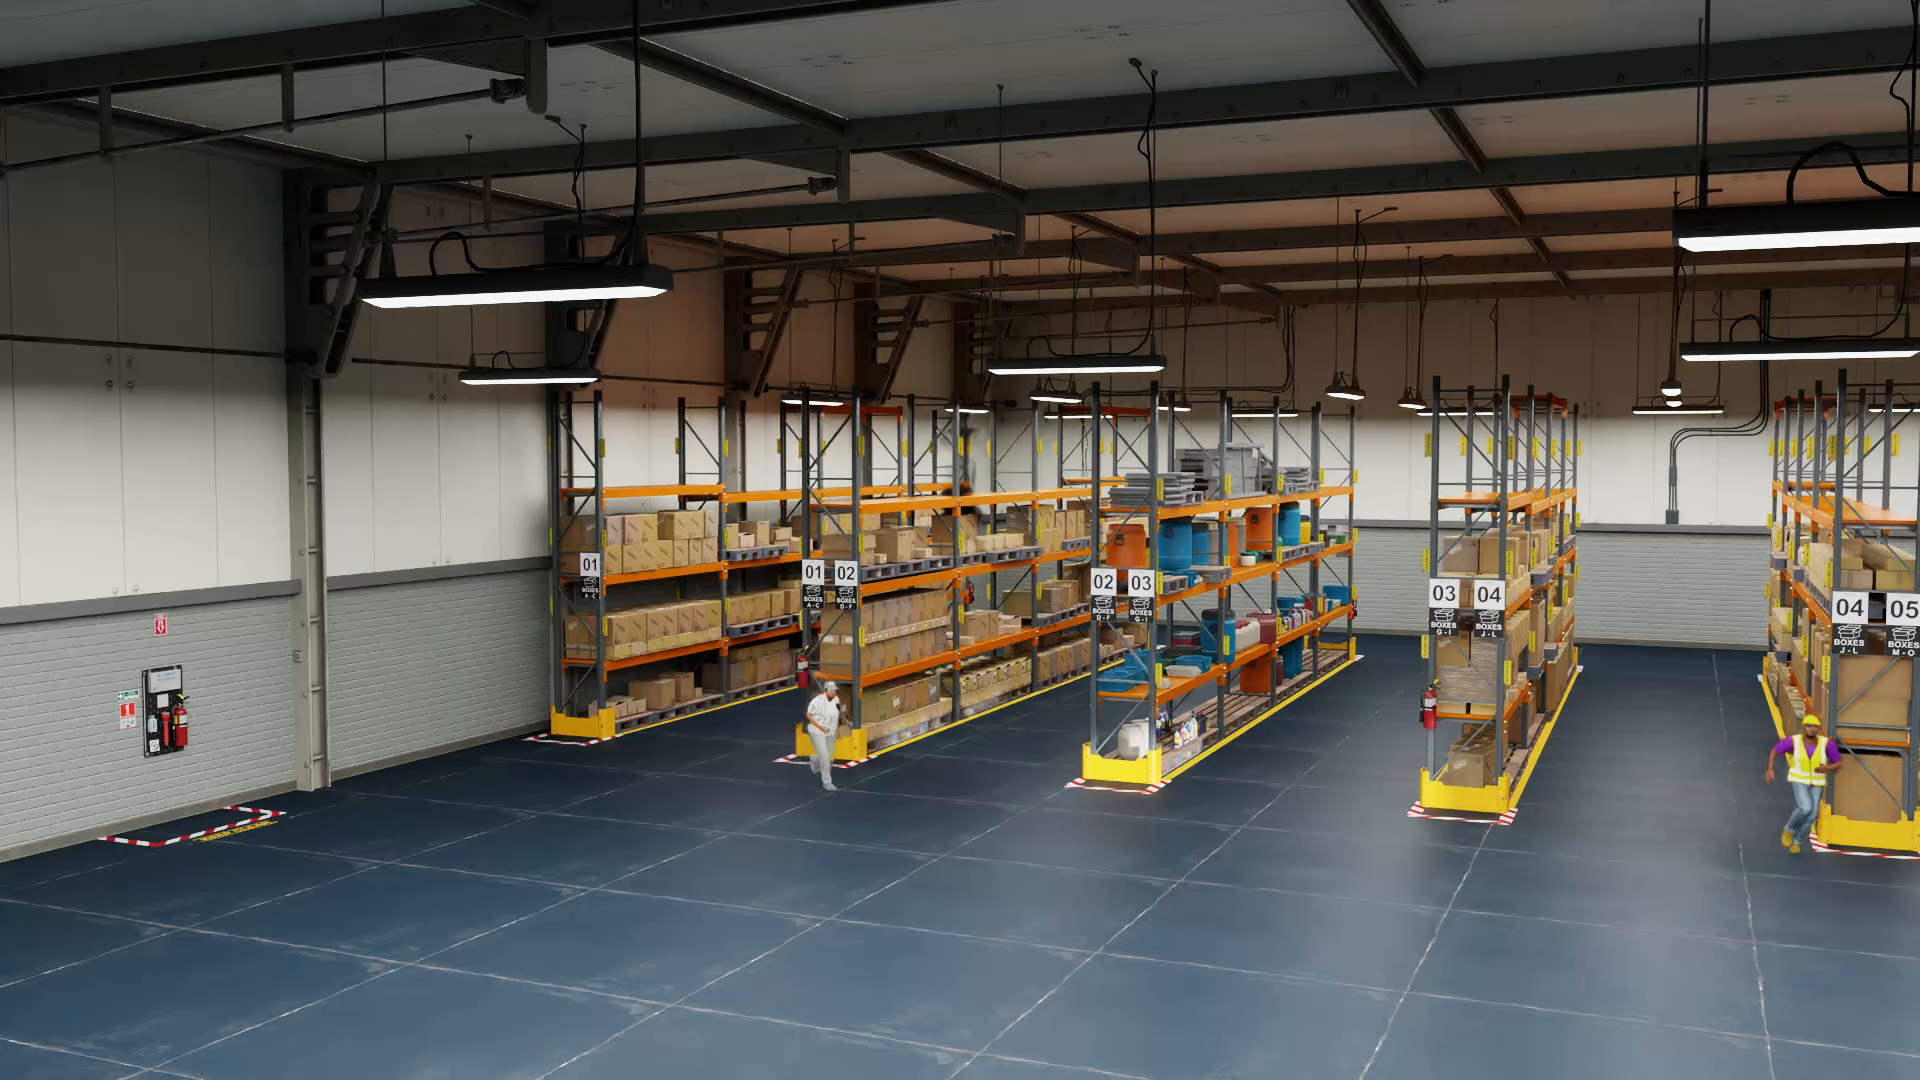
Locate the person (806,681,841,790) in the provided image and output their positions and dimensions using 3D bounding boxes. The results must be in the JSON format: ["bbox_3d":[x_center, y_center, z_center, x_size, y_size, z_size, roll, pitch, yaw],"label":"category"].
[{"bbox_3d":[-2.045,2.858,24.535,0.592,1.617,0.806,-2,4,-34],"label":"person"}]

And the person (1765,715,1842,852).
[{"bbox_3d":[10.439,3.012,20.541,0.790,1.721,0.644,0,3,5],"label":"person"}]

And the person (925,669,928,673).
[{"bbox_3d":[-0.870,2.323,33.658,0.706,1.731,1.055,2,4,26],"label":"person"}]
